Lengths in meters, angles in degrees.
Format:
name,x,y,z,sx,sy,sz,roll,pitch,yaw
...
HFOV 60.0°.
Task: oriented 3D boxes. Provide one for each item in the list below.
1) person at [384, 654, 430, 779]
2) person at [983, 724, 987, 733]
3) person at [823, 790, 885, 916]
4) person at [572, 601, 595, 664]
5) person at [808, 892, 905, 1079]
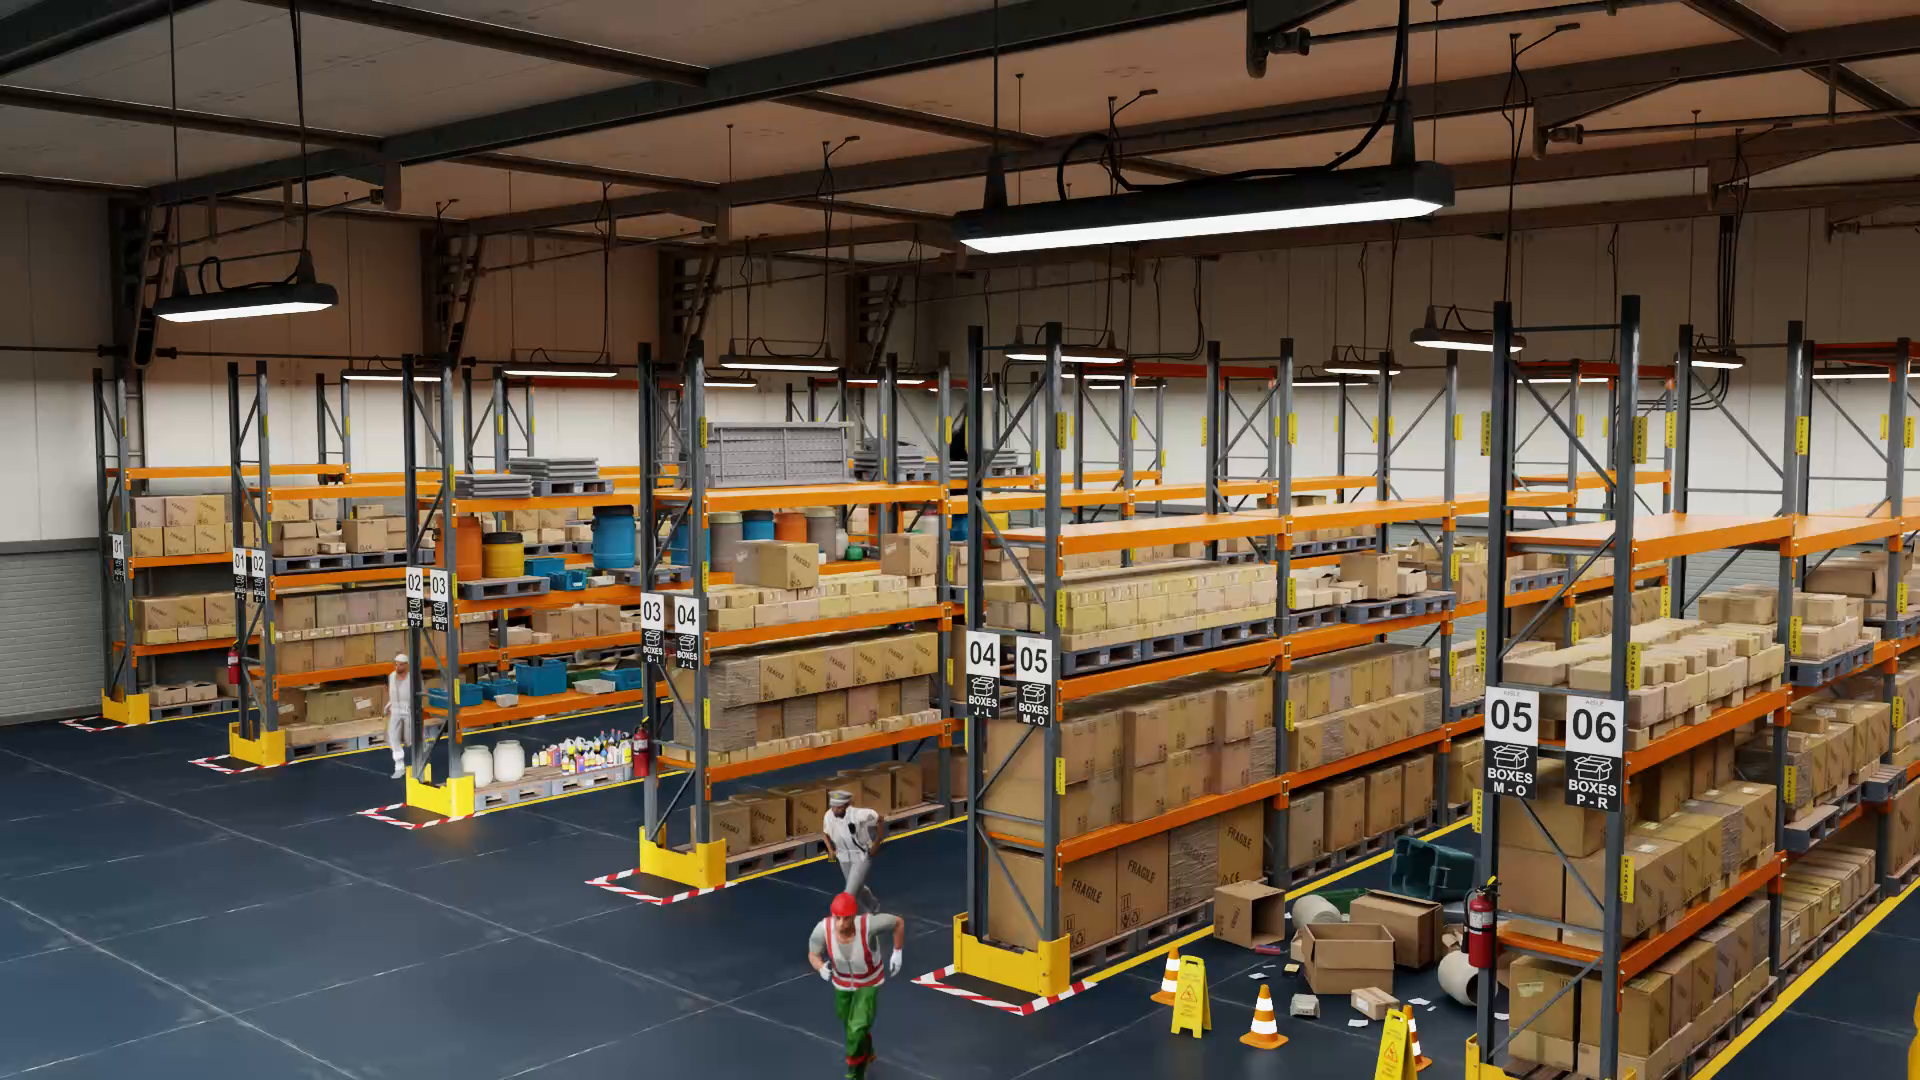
name,x,y,z,sx,sy,sz,roll,pitch,yaw
person,-8.029,2.514,24.138,0.636,1.766,0.908,1,4,9
person,0.408,2.481,25.659,0.735,1.587,0.862,4,6,41
person,-1.007,3.195,16.421,0.617,1.625,0.986,2,4,21
person,-7.312,1.908,32.297,0.672,1.842,0.903,3,5,34
person,-0.767,3.426,12.618,0.707,1.716,1.018,1,4,11
